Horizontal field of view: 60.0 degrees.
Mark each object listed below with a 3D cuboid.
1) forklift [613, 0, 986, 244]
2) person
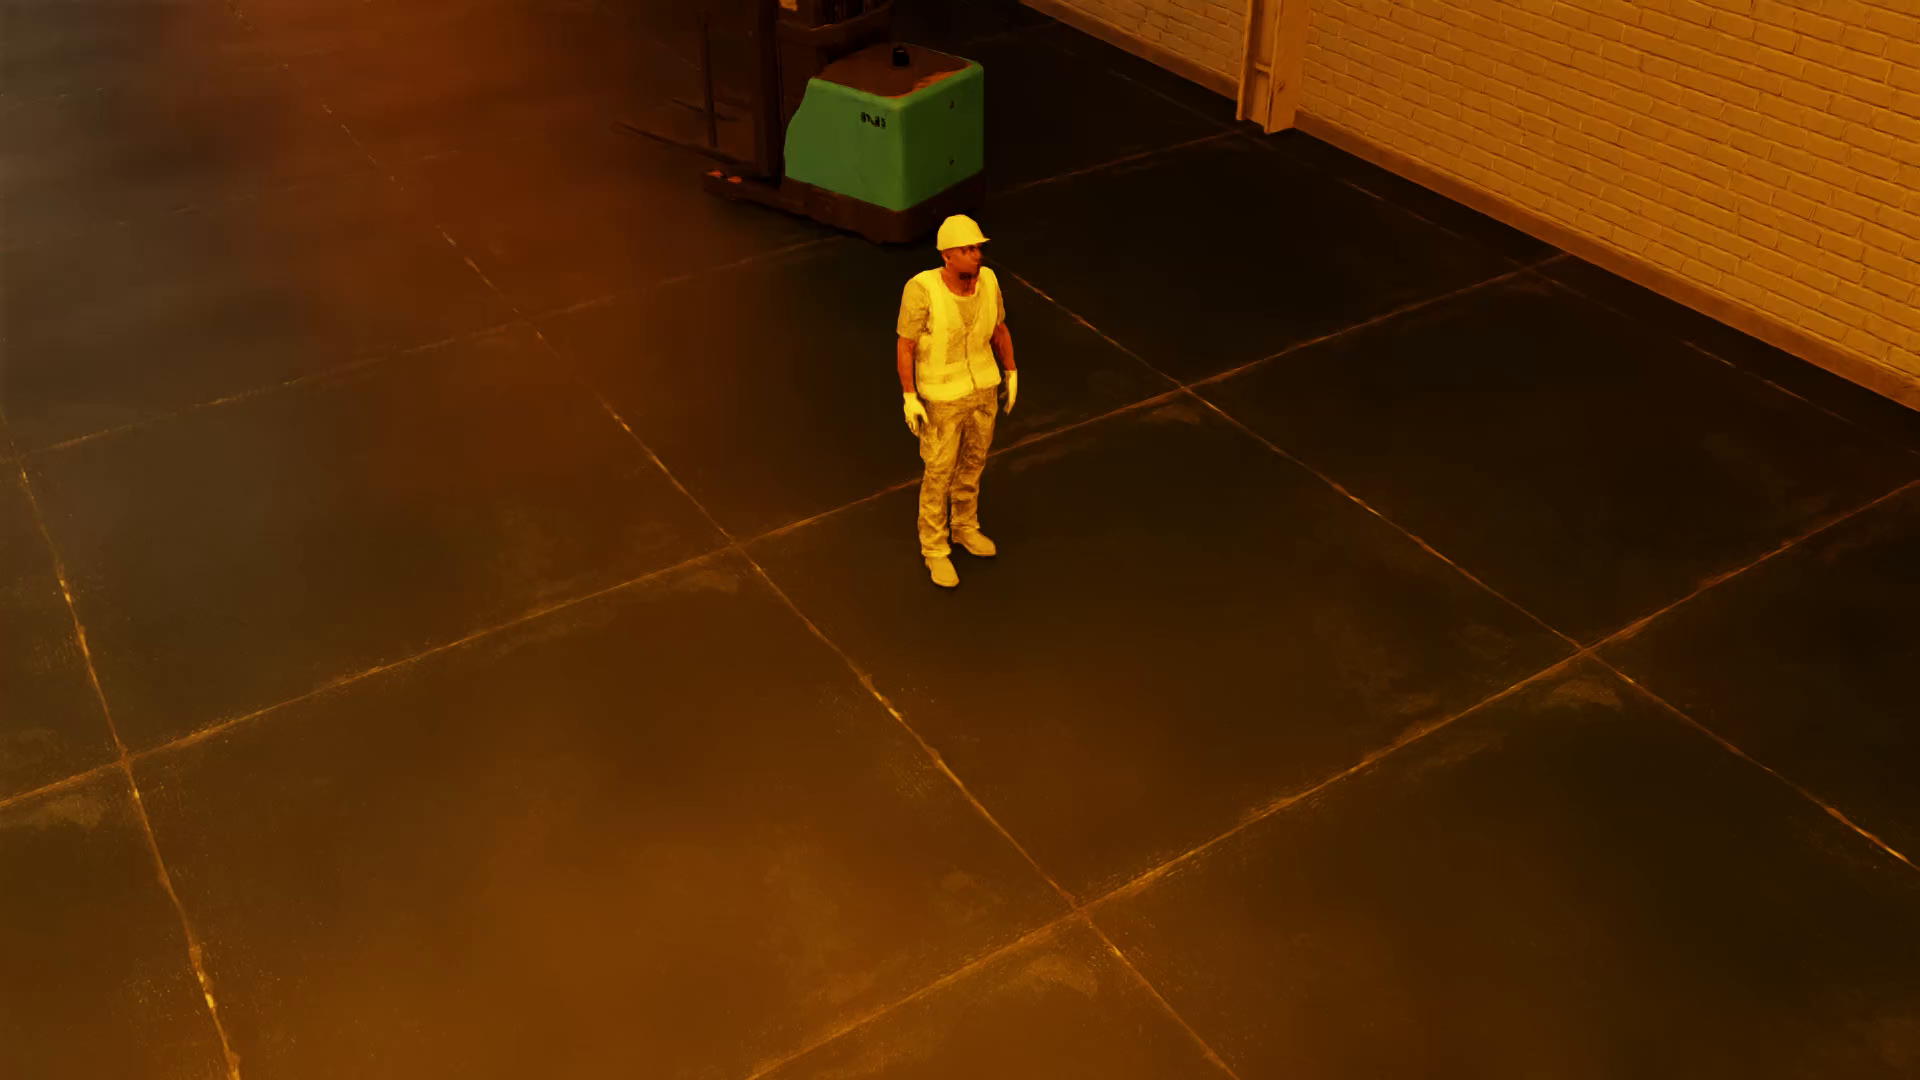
[{"bbox_3d":[-1.298,-3.928,11.738,3.031,2.935,1.130,23,41,29],"label":"forklift"},{"bbox_3d":[0.033,-0.698,8.128,0.655,1.782,0.576,-21,40,-27],"label":"person"}]
